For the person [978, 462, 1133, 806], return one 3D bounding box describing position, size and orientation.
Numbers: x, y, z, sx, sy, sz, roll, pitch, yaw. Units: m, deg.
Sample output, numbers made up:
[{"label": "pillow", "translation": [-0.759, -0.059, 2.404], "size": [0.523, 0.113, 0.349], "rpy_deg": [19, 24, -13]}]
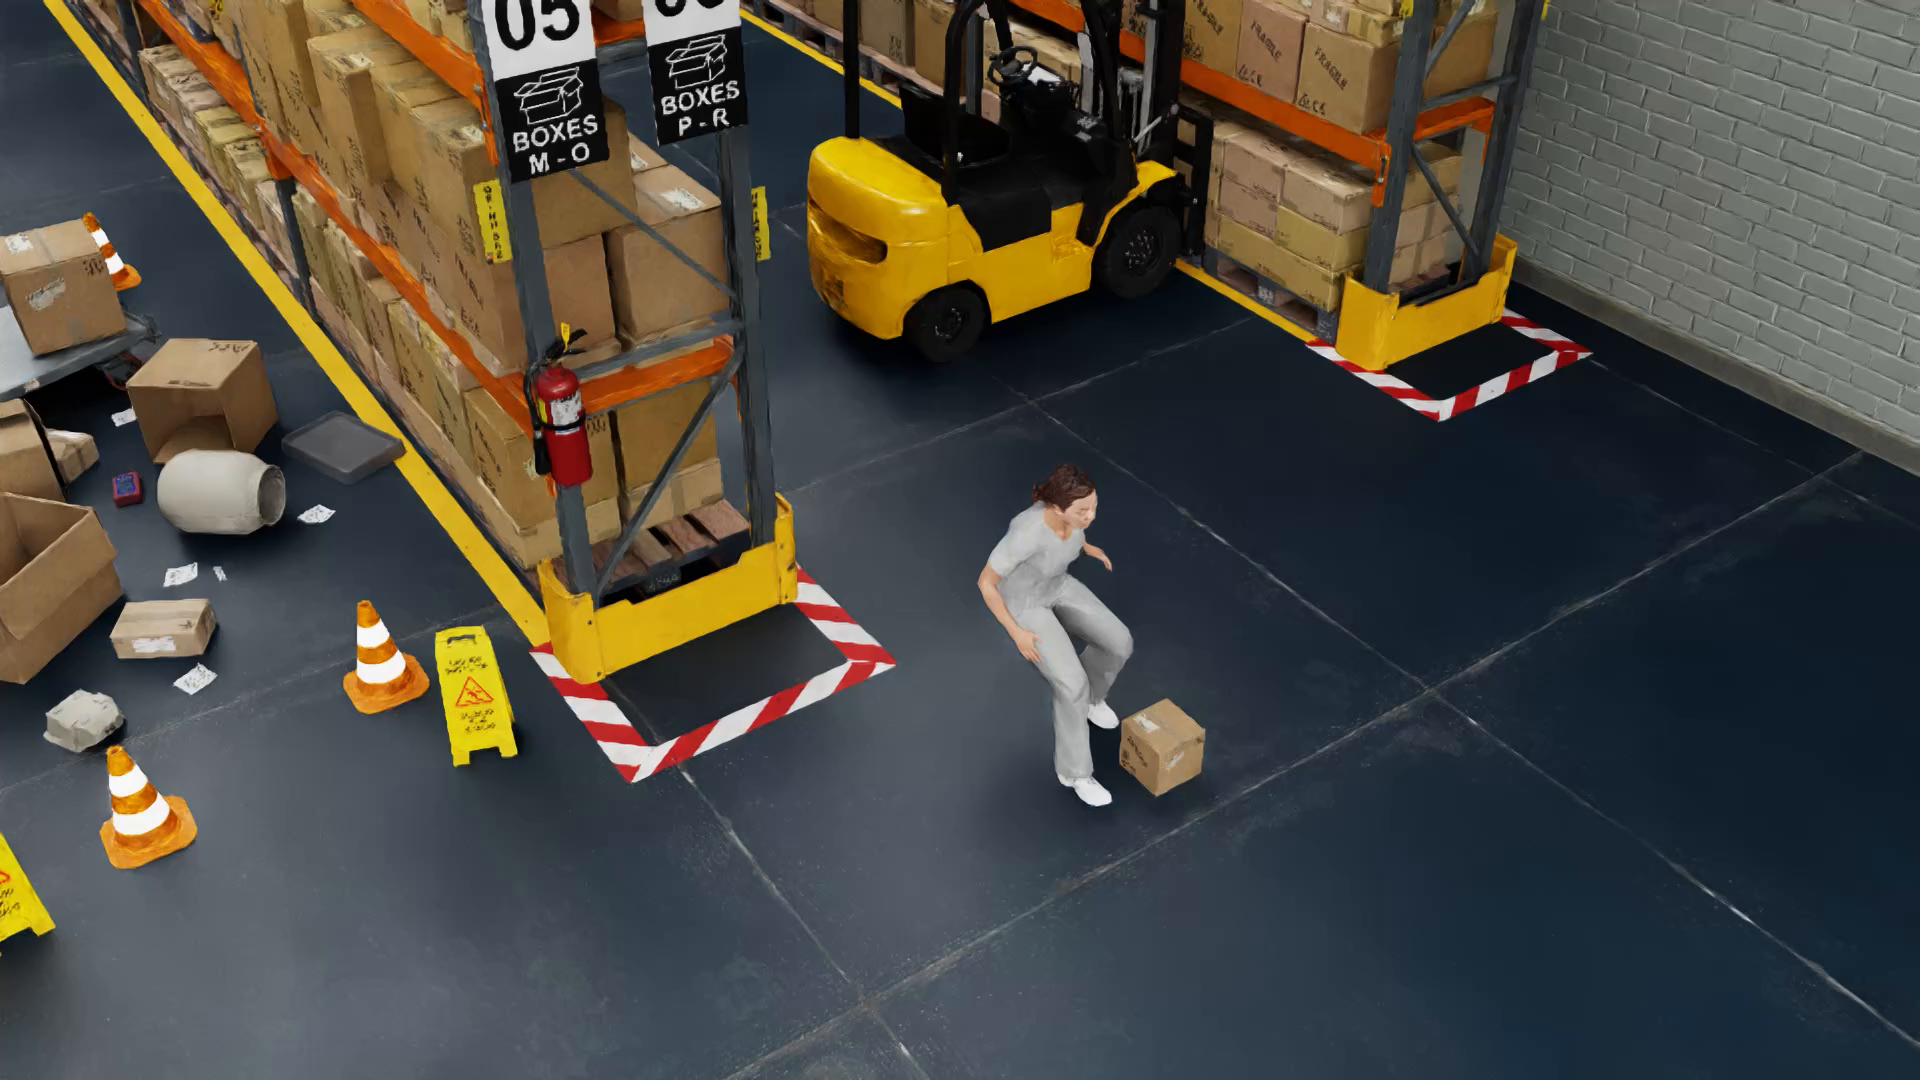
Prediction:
[{"label": "person", "translation": [0.462, 0.305, 6.740], "size": [0.730, 1.485, 0.667], "rpy_deg": [27, 44, 31]}]
